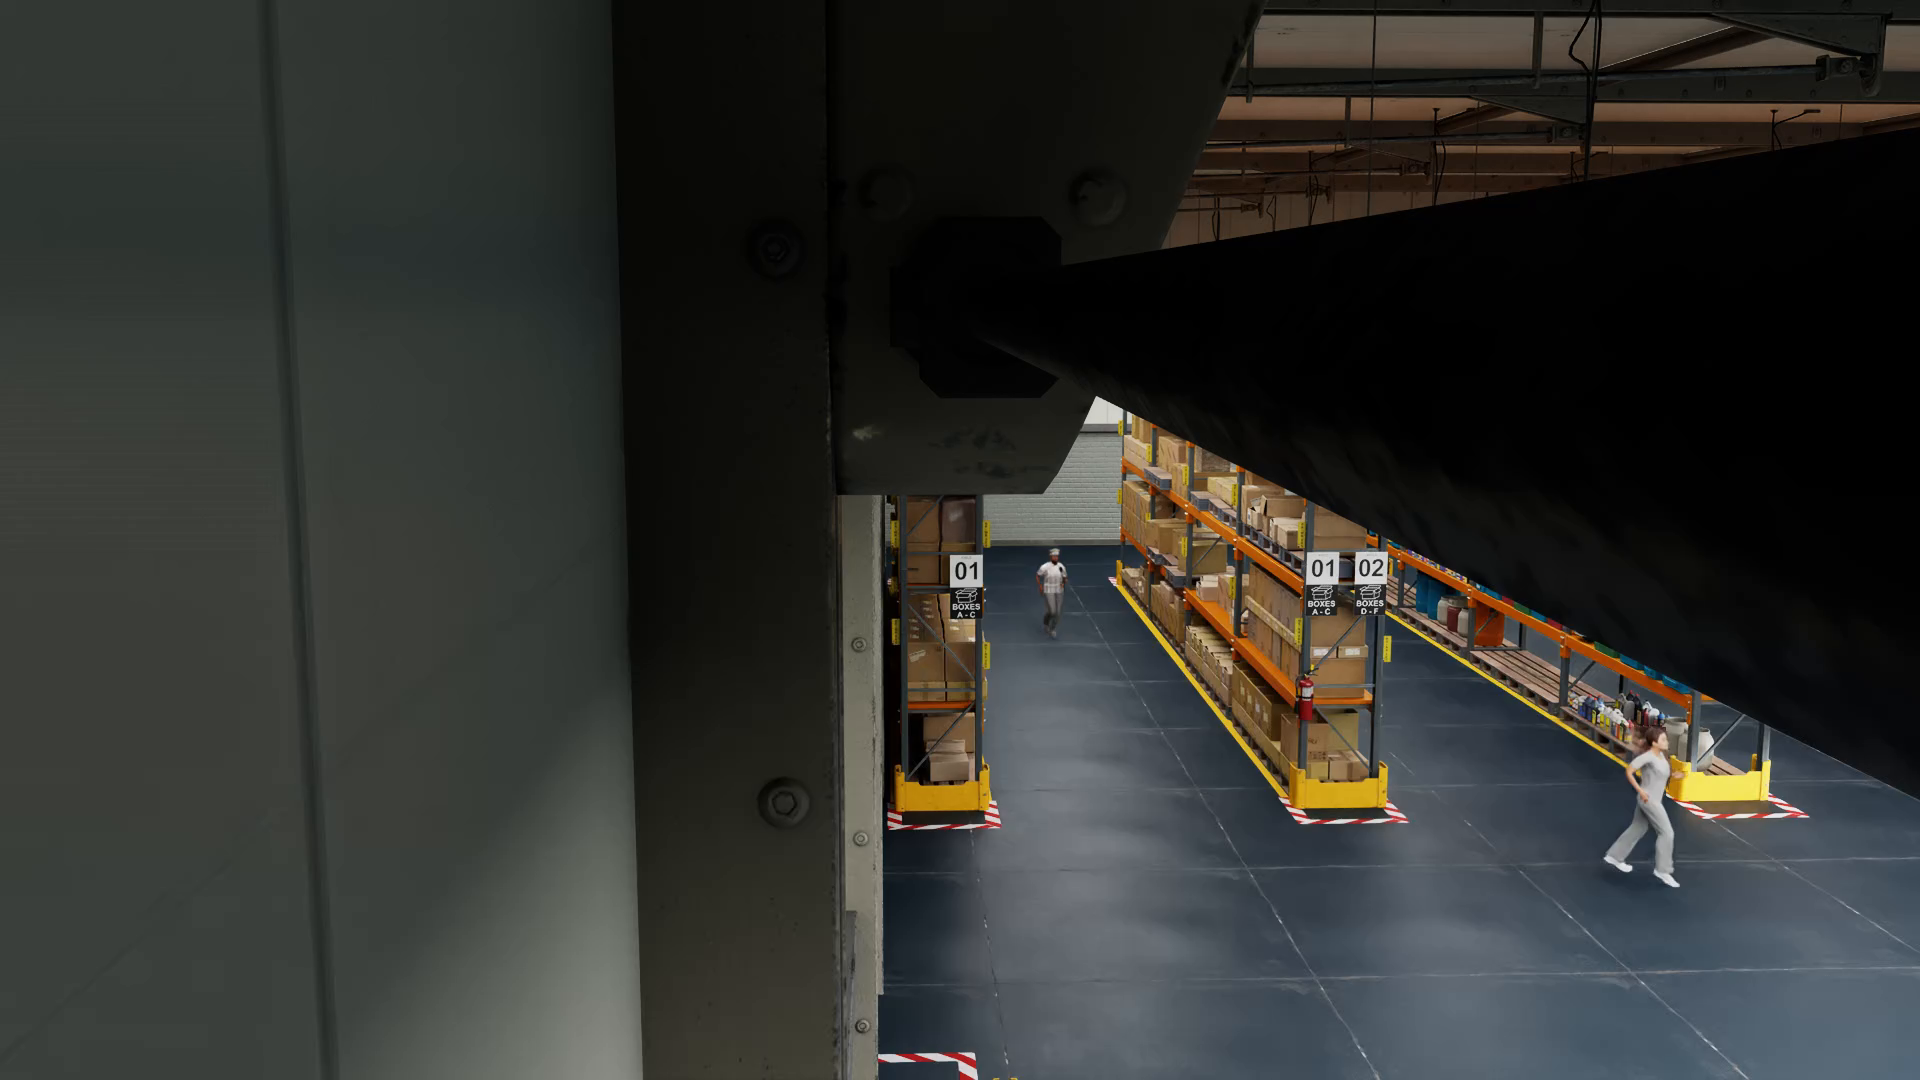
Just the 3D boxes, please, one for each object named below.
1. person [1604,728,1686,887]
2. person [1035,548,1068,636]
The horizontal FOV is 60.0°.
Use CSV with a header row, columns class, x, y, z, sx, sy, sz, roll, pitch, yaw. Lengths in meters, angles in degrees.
class,x,y,z,sx,sy,sz,roll,pitch,yaw
person,7.454,2.874,18.059,0.793,1.712,0.541,4,10,28
person,1.738,0.977,30.756,0.558,1.660,0.584,-3,9,-17
